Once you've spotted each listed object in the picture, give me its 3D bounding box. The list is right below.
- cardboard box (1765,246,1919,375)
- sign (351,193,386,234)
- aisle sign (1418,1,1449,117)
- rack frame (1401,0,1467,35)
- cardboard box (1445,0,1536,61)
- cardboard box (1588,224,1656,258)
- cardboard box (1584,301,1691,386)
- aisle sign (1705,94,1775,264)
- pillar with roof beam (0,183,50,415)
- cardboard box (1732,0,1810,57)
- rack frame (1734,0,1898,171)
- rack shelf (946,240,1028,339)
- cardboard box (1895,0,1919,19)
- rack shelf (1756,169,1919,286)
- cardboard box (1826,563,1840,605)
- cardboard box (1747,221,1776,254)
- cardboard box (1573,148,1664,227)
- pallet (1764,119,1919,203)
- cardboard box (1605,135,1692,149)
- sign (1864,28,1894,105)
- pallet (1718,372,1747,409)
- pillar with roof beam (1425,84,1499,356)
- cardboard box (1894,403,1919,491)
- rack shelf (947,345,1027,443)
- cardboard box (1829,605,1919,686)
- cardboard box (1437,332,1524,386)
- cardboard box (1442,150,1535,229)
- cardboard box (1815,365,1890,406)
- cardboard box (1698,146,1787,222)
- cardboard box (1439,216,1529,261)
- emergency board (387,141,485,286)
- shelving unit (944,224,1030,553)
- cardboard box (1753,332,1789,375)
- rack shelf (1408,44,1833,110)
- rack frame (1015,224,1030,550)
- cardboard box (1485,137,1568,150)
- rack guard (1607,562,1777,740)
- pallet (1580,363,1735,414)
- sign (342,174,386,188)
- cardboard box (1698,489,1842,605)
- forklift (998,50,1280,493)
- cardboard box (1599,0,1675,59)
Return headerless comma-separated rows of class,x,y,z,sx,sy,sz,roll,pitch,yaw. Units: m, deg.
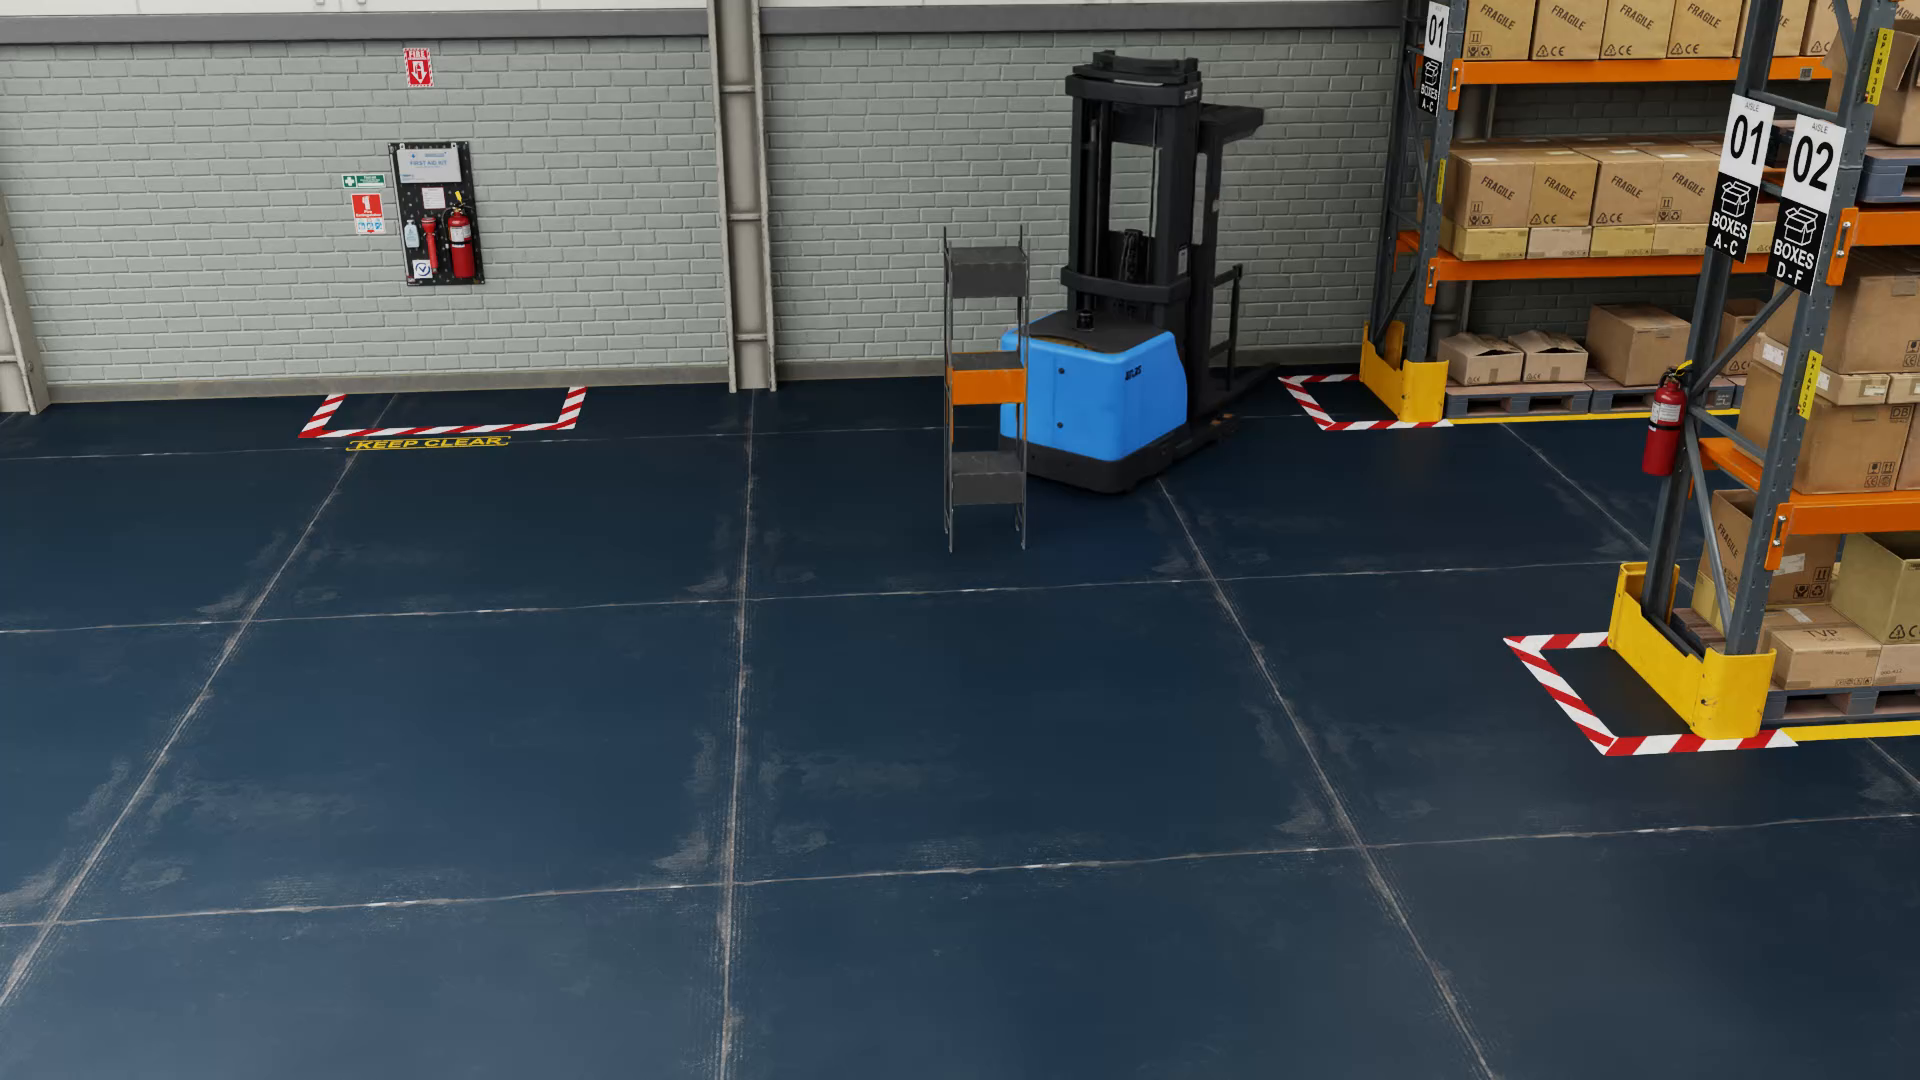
cardboard box,4.604,-1.202,8.541,0.500,0.500,0.700,-2,24,-5
sign,-4.788,-2.641,13.454,0.234,0.329,0.001,-2,24,-5
aisle sign,3.553,-3.614,12.487,0.004,0.787,0.394,-2,24,-5
rack frame,3.595,-5.291,12.075,0.127,3.000,1.000,-2,24,-5
cardboard box,3.952,-3.888,12.463,0.500,0.500,0.500,-2,24,-4
cardboard box,5.135,-2.426,13.175,0.500,0.250,0.500,-3,24,-6
cardboard box,5.595,-1.632,13.764,0.500,0.500,0.700,-4,24,-8
aisle sign,3.991,-1.852,8.523,0.004,0.787,0.394,-2,24,-5
pillar with roof beam,-7.312,-3.450,7.932,0.400,9.000,9.100,-2,24,-5
cardboard box,6.045,-3.963,12.631,0.500,0.500,0.500,-3,24,-7
rack frame,4.086,-3.289,7.571,0.127,3.000,1.000,-2,24,-5
rack shelf,0.165,-1.593,10.560,0.480,0.518,0.431,-2,24,-5
cardboard box,7.095,-4.015,12.749,0.500,0.500,0.500,-2,24,-4
rack shelf,6.076,-1.670,8.506,4.000,0.370,1.077,-2,24,-5
cardboard box,5.087,0.351,9.635,0.500,0.250,0.500,-2,24,-5
cardboard box,6.138,-2.466,13.265,0.500,0.250,0.500,-2,24,-5
cardboard box,5.107,-2.765,13.014,0.500,0.500,0.500,-3,24,-7
pallet,4.792,-1.896,8.238,1.213,0.211,1.003,-2,24,-5
cardboard box,5.560,-2.997,13.536,0.500,0.500,0.500,-2,24,-4
sign,4.134,-2.130,7.481,0.005,0.325,0.100,-2,24,-5
pallet,6.911,-1.394,14.127,1.213,0.211,1.003,-2,24,-5
pillar with roof beam,4.630,-3.929,9.010,0.400,9.000,9.100,-2,24,-5
cardboard box,5.074,-0.630,8.851,0.500,0.500,0.700,-2,24,-4
rack shelf,0.165,-0.954,10.844,0.480,0.518,0.431,-2,24,-5
cardboard box,5.138,0.564,9.157,0.500,0.250,0.500,-2,24,-5
cardboard box,4.292,-1.514,13.731,0.500,0.311,0.500,-5,24,-11
cardboard box,4.100,-2.731,12.938,0.500,0.500,0.500,-2,24,-5
cardboard box,4.497,-0.819,8.477,0.250,0.149,0.380,-2,24,-6
cardboard box,6.137,-2.811,13.118,0.500,0.500,0.500,-3,24,-7
cardboard box,4.112,-2.382,13.075,0.500,0.250,0.500,-3,24,-7
emergency board,-4.227,-2.605,13.417,0.643,1.169,0.194,-2,24,-5
shelving unit,0.165,-0.966,10.838,0.503,2.100,0.431,-2,24,-5
cardboard box,4.447,-0.982,8.845,0.250,0.149,0.380,-3,24,-6
rack shelf,5.585,-3.672,13.010,4.000,0.370,1.077,-2,24,-5
rack frame,0.408,-0.976,10.860,0.015,2.100,0.400,-2,24,-5
cardboard box,4.545,-2.954,13.440,0.500,0.500,0.500,-2,24,-4
rack guard,4.062,0.595,9.295,0.348,0.500,1.175,-2,24,-5
pallet,5.694,-1.344,14.015,1.213,0.211,1.003,-2,24,-5
sign,-4.782,-2.879,13.339,0.331,0.109,0.001,-2,24,-5
cardboard box,4.590,0.032,9.429,0.500,0.500,0.500,-2,24,-5
forklift,1.549,-2.211,12.616,1.130,2.935,3.031,16,29,32
cardboard box,5.007,-3.917,12.529,0.500,0.500,0.500,-1,24,-3
